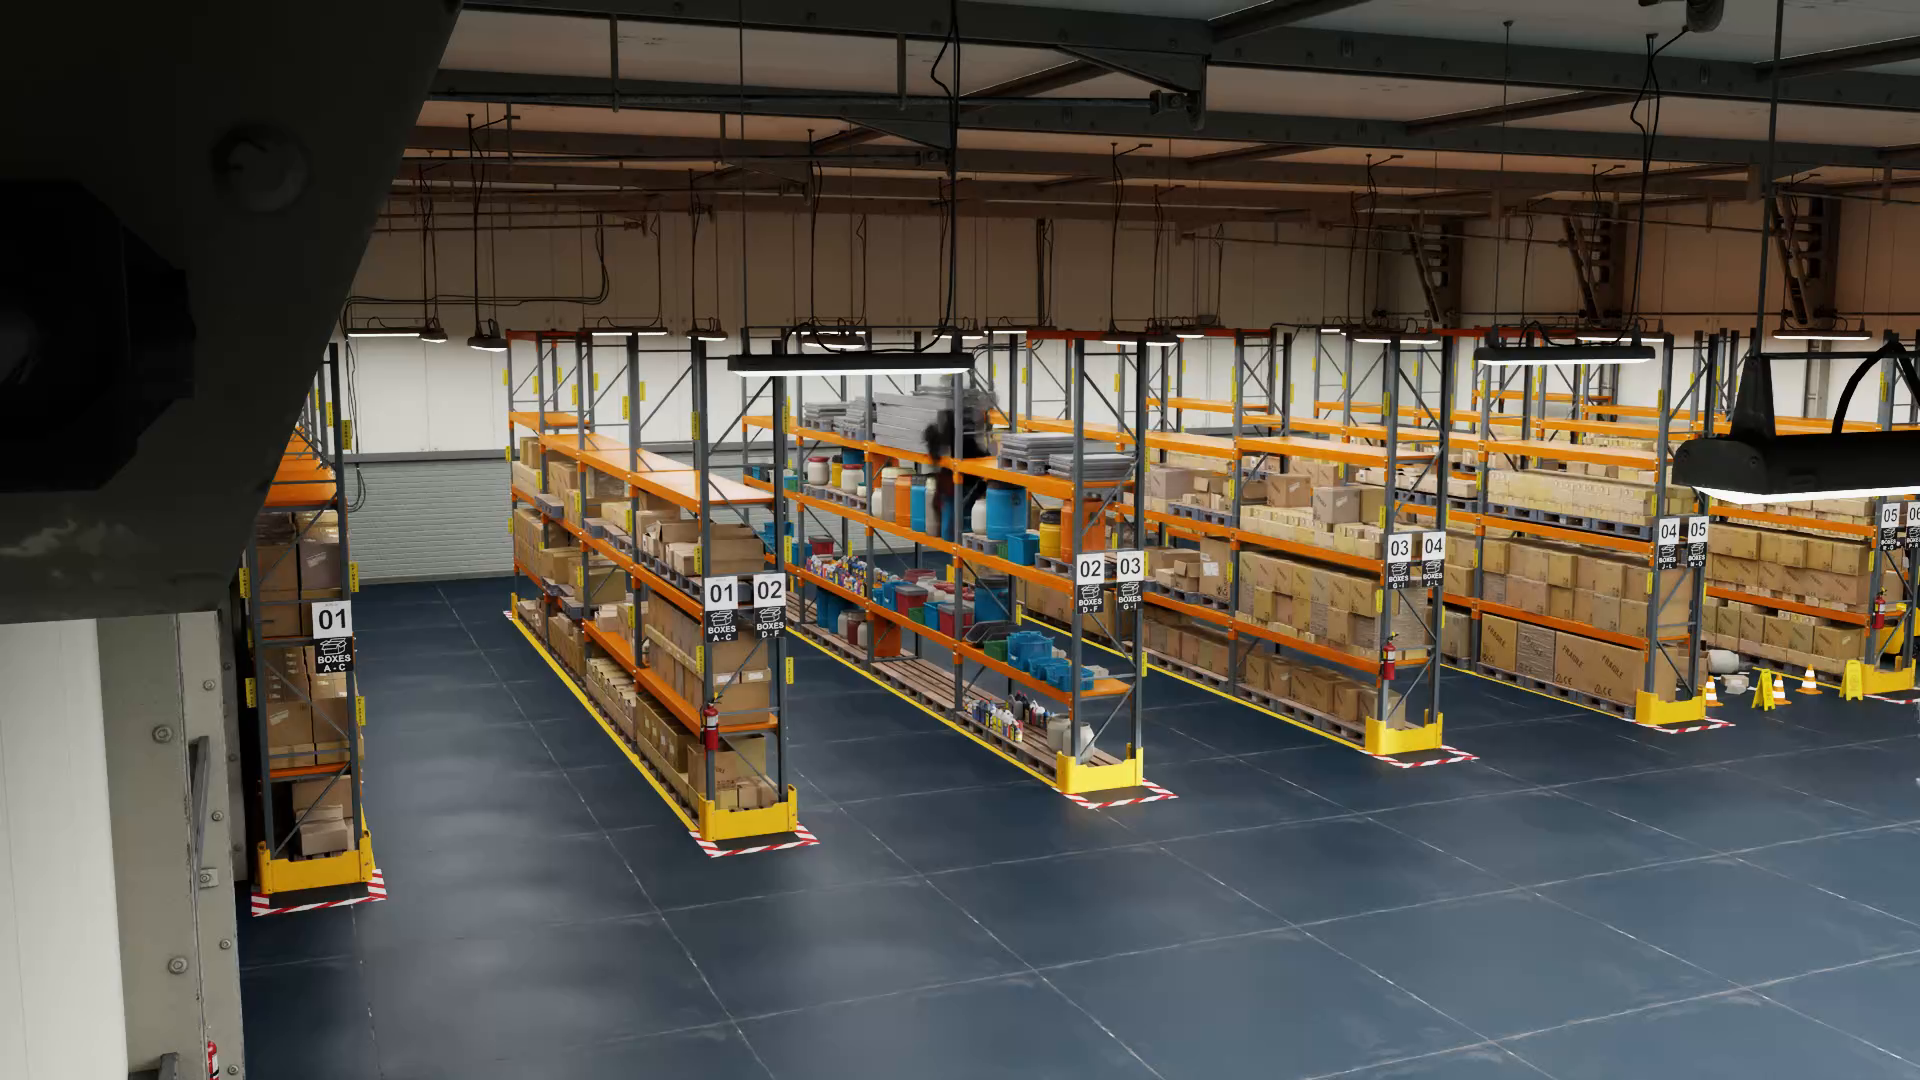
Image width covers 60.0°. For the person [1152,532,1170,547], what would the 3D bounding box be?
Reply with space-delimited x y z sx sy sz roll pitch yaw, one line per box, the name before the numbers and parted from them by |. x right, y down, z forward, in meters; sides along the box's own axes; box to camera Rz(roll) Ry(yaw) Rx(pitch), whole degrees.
person | 5.087 -0.172 41.993 0.770 1.656 0.736 2 8 15
